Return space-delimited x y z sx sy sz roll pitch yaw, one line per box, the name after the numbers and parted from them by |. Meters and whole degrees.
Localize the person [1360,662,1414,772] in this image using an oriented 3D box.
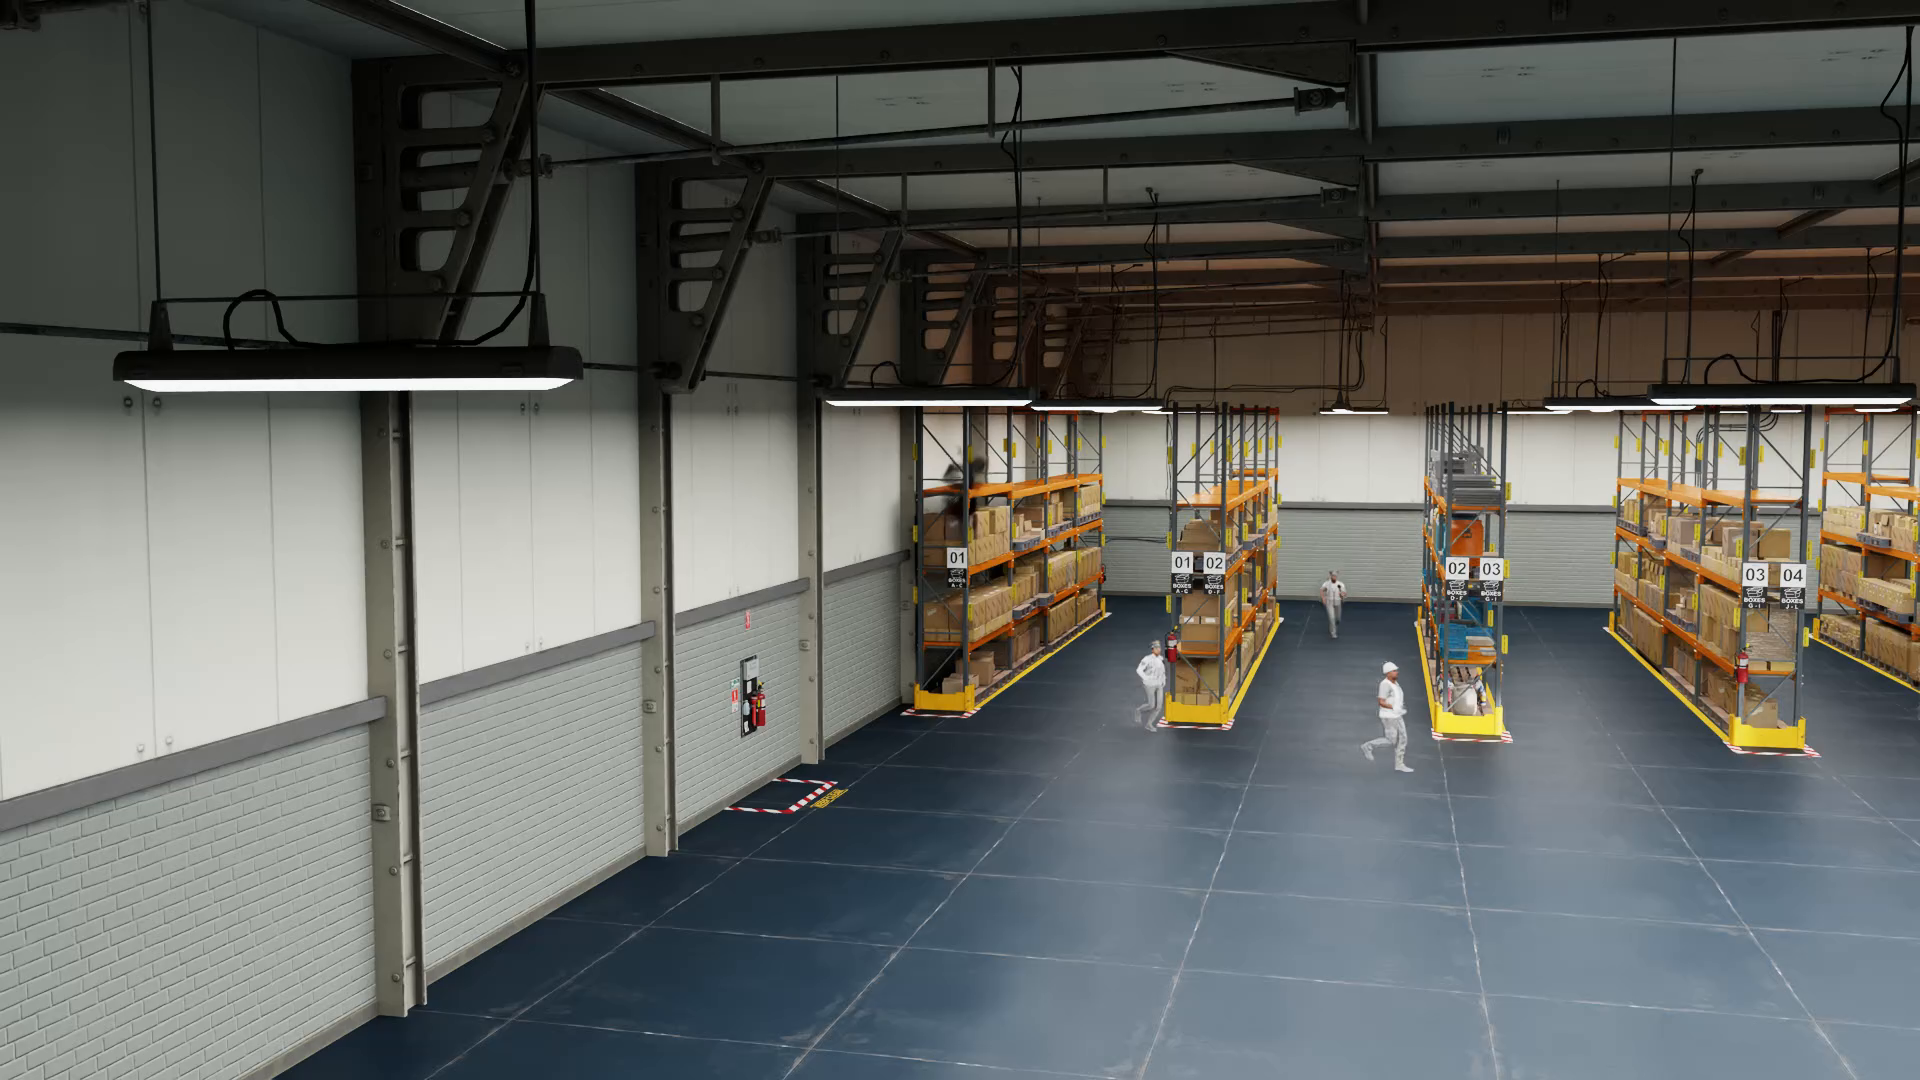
6.944 2.858 26.931 0.856 1.766 0.682 3 5 31 | person

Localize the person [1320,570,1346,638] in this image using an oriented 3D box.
9.710 1.648 43.248 0.666 1.751 0.763 0 4 3 | person

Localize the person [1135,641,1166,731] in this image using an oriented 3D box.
3.528 2.654 30.500 0.641 1.657 0.535 -3 5 -31 | person
